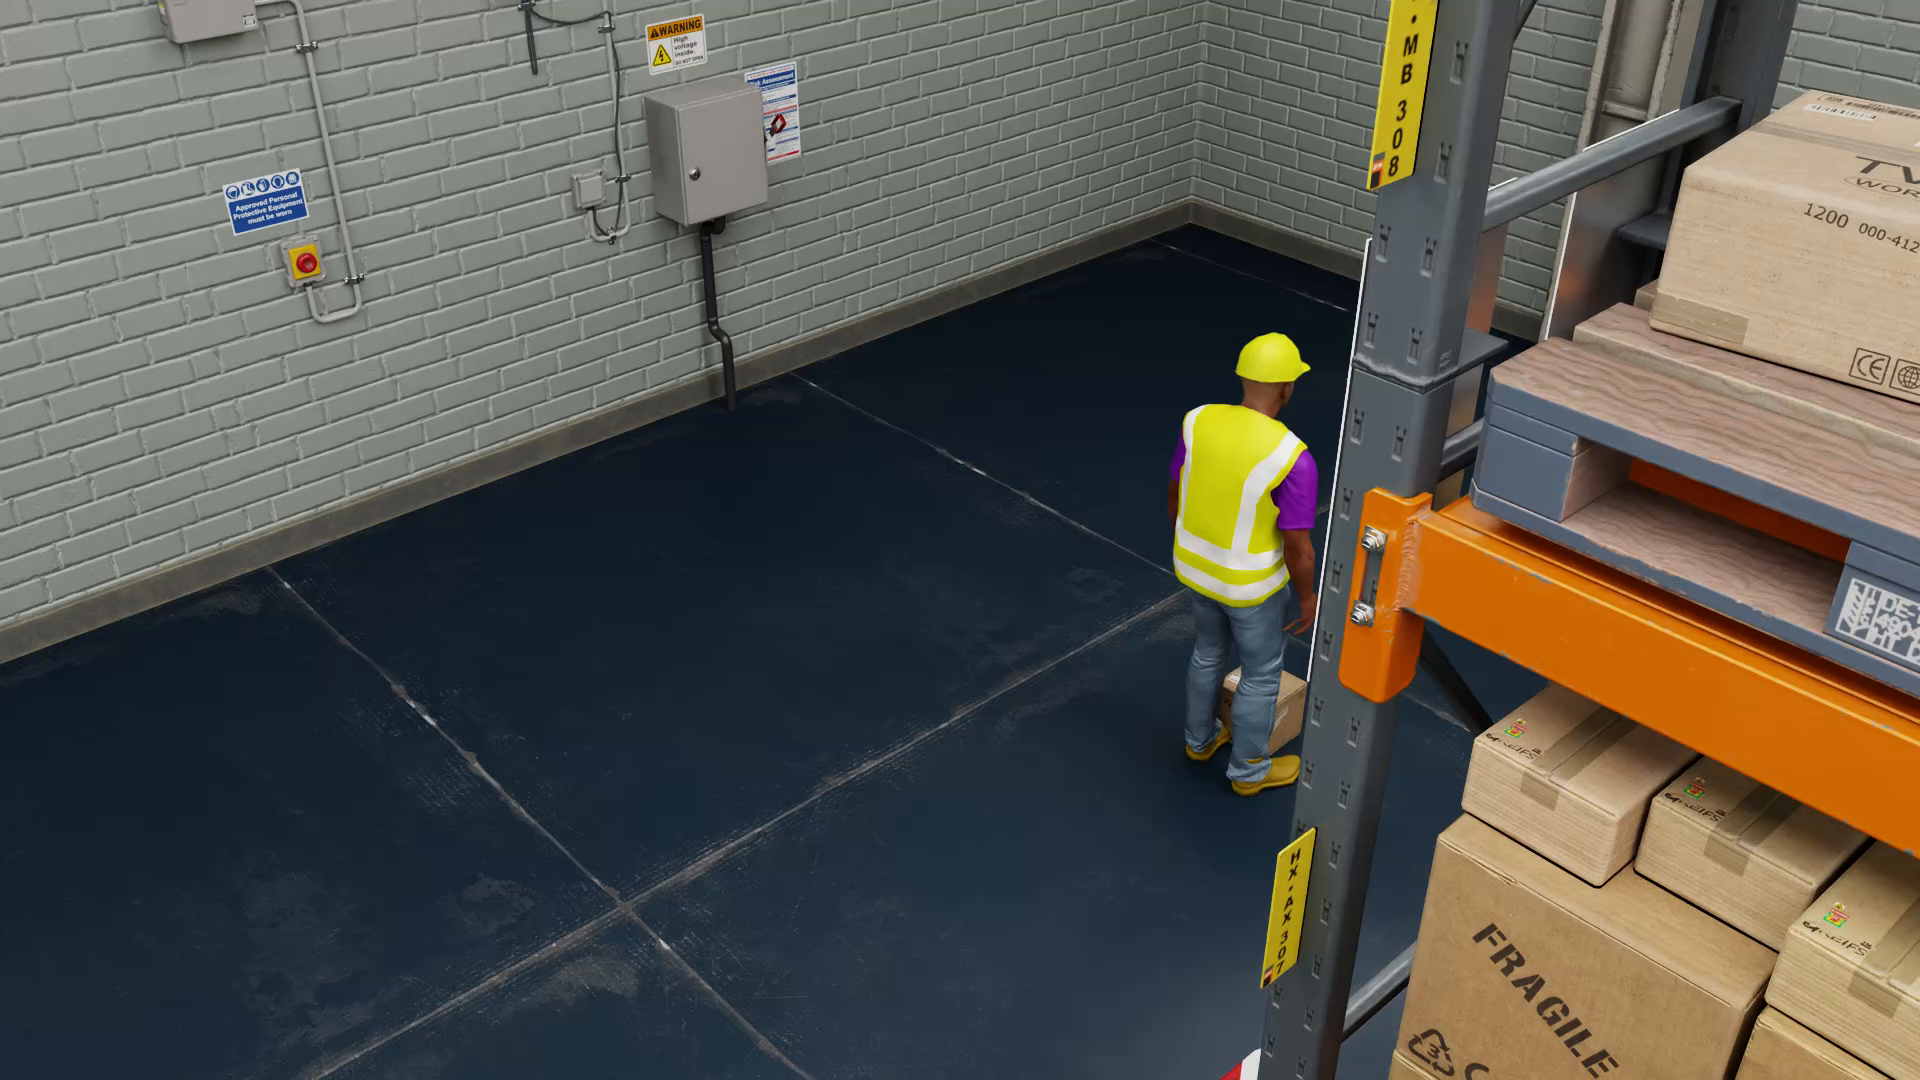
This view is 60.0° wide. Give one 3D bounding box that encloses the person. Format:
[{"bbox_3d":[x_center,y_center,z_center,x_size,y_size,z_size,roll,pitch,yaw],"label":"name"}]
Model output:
[{"bbox_3d":[1.011,0.099,5.960,0.461,1.757,0.628,-26,40,-36],"label":"person"}]
